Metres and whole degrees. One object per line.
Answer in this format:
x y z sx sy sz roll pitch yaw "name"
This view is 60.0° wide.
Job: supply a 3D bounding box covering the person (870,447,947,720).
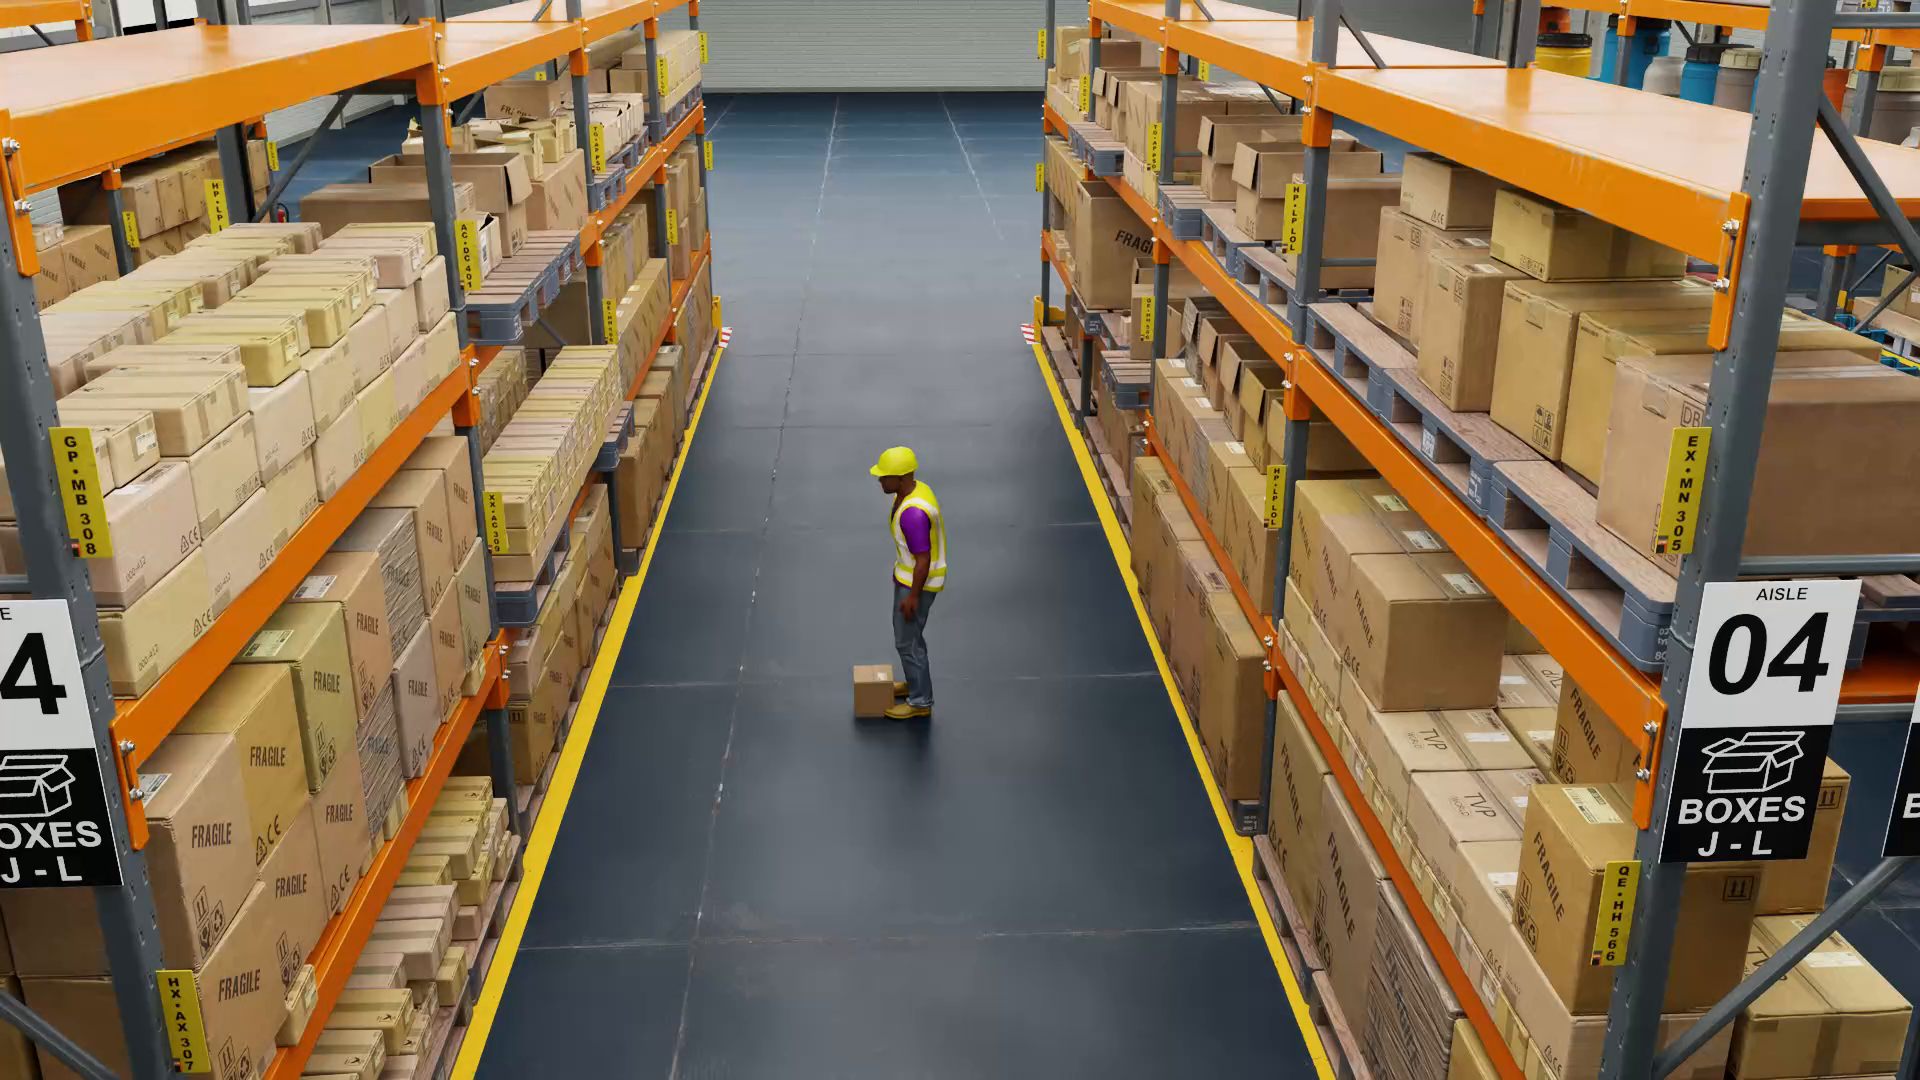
-0.318 0.253 10.367 0.461 1.759 0.630 -2 20 -6 "person"
